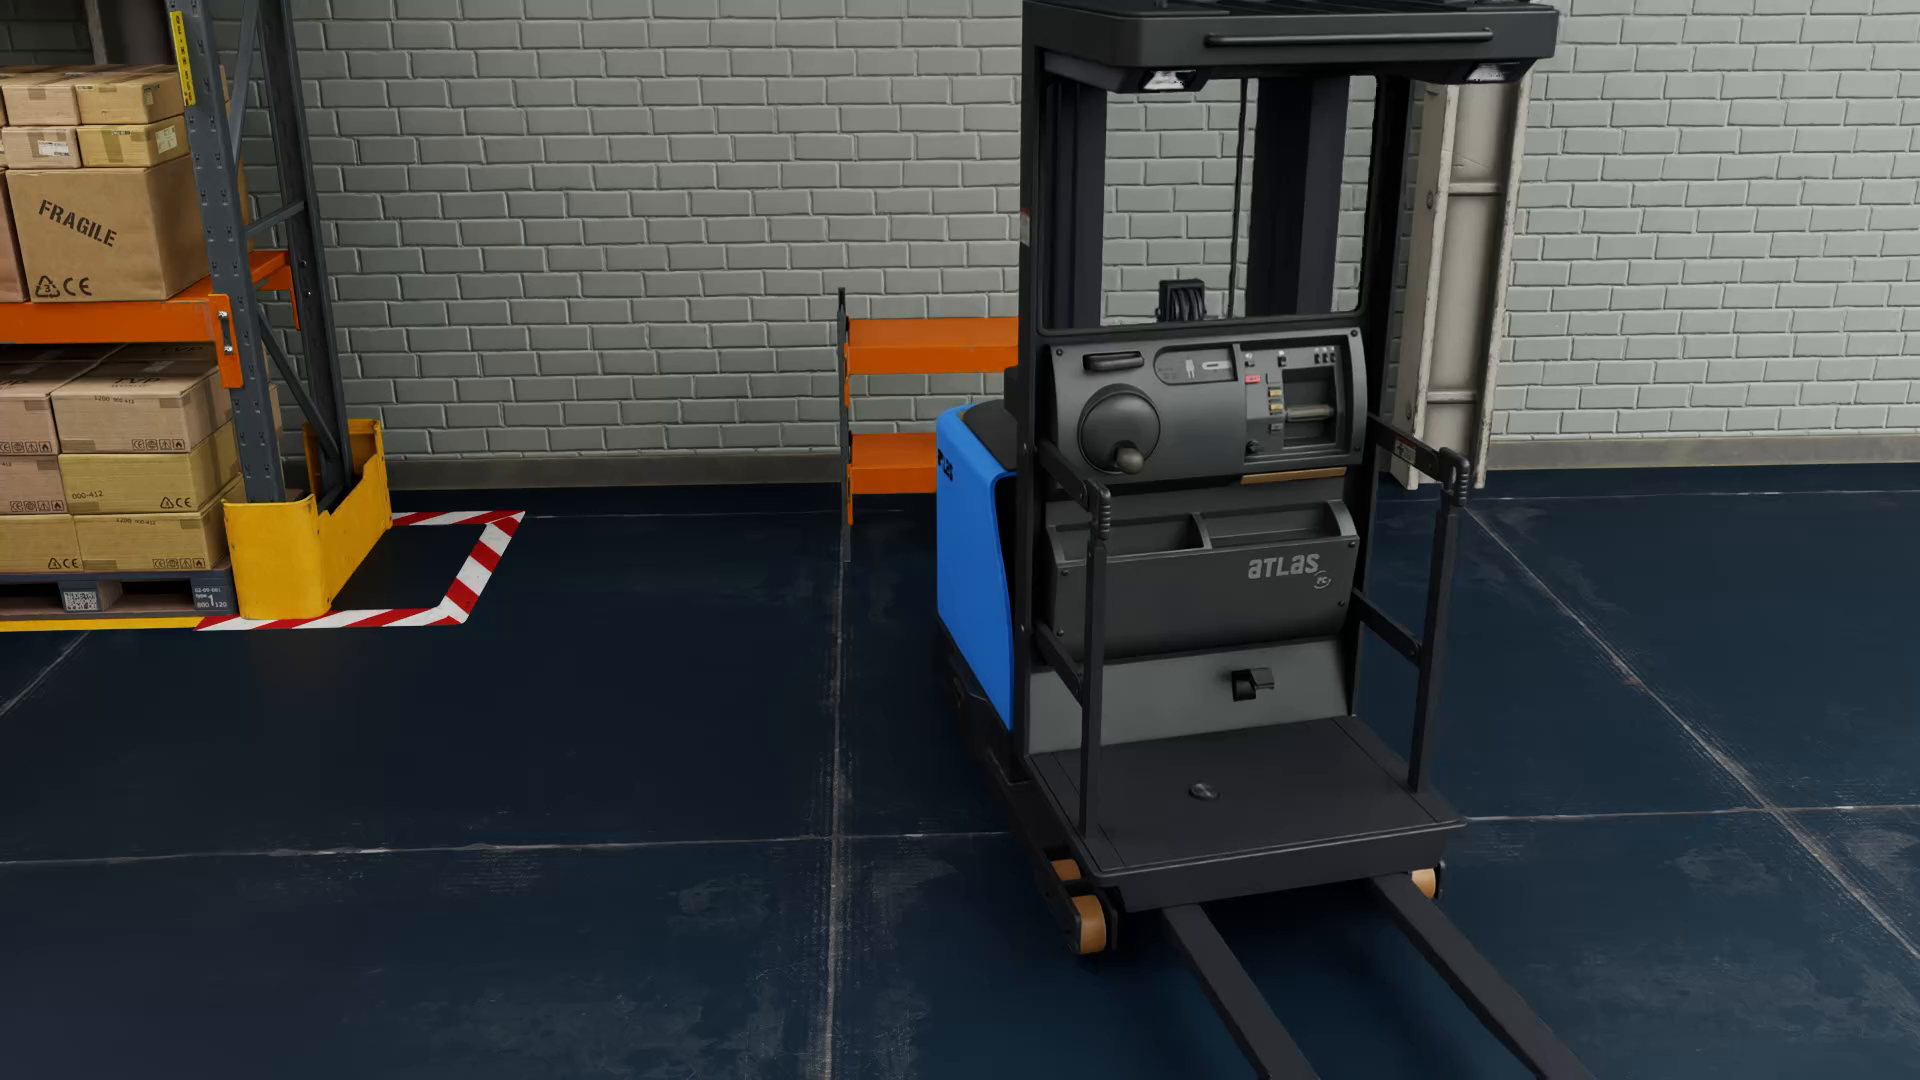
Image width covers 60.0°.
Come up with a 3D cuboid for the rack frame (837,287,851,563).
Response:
[{"bbox_3d":[-0.514,-0.515,7.393,0.032,1.125,0.500,-1,21,-3],"label":"rack frame"}]

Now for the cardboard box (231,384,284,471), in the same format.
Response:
[{"bbox_3d":[-3.311,-0.493,7.273,0.500,0.250,0.500,-1,21,-2],"label":"cardboard box"}]

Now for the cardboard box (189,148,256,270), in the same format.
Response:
[{"bbox_3d":[-3.340,-1.420,6.994,0.500,0.500,0.500,0,21,-1],"label":"cardboard box"}]

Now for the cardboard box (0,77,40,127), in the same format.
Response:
[{"bbox_3d":[-3.680,-1.660,6.295,0.250,0.149,0.380,-1,21,-2],"label":"cardboard box"}]

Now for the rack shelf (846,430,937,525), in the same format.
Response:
[{"bbox_3d":[-0.007,-0.297,7.507,1.000,0.278,0.538,-1,21,-3],"label":"rack shelf"}]

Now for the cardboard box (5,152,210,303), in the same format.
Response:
[{"bbox_3d":[-3.306,-1.228,6.490,0.500,0.500,0.500,-2,21,-4],"label":"cardboard box"}]

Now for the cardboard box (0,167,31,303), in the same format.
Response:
[{"bbox_3d":[-3.825,-1.221,6.471,0.500,0.500,0.500,-1,21,-1],"label":"cardboard box"}]

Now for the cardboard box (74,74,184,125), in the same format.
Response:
[{"bbox_3d":[-3.176,-1.691,6.377,0.250,0.149,0.380,-1,21,-3],"label":"cardboard box"}]

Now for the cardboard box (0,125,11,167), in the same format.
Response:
[{"bbox_3d":[-3.676,-1.528,6.368,0.250,0.149,0.380,-1,21,-2],"label":"cardboard box"}]

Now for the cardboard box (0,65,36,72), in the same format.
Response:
[{"bbox_3d":[-3.951,-1.839,6.765,0.250,0.149,0.380,-1,21,-3],"label":"cardboard box"}]

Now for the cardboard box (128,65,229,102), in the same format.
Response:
[{"bbox_3d":[-3.178,-1.842,6.774,0.250,0.149,0.380,-2,21,-4],"label":"cardboard box"}]

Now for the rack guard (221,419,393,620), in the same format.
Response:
[{"bbox_3d":[-2.806,-0.117,7.225,0.348,0.500,1.175,-1,21,-3],"label":"rack guard"}]

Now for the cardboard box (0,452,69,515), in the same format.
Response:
[{"bbox_3d":[-3.799,-0.302,6.770,0.500,0.250,0.500,-1,21,-4],"label":"cardboard box"}]

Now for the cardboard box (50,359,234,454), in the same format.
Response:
[{"bbox_3d":[-3.272,-0.543,6.700,0.500,0.250,0.500,0,21,-1],"label":"cardboard box"}]

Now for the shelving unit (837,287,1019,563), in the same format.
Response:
[{"bbox_3d":[-0.007,-0.526,7.420,1.048,1.125,0.538,-1,21,-3],"label":"shelving unit"}]

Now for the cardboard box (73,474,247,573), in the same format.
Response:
[{"bbox_3d":[-3.281,-0.074,6.873,0.500,0.250,0.500,-1,21,-3],"label":"cardboard box"}]

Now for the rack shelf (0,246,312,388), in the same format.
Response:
[{"bbox_3d":[-4.827,-0.908,6.800,4.000,0.370,1.077,-1,21,-3],"label":"rack shelf"}]

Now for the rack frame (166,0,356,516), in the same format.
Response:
[{"bbox_3d":[-2.830,-1.284,6.779,0.127,3.000,1.000,-1,21,-3],"label":"rack frame"}]

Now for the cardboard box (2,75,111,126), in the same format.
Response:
[{"bbox_3d":[-3.420,-1.675,6.335,0.250,0.149,0.380,-1,21,-3],"label":"cardboard box"}]

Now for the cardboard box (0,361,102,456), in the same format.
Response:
[{"bbox_3d":[-3.781,-0.530,6.667,0.500,0.250,0.500,-1,21,-2],"label":"cardboard box"}]

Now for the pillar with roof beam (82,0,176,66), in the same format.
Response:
[{"bbox_3d":[-3.331,-2.865,2.498,0.400,9.000,9.100,-1,21,-3],"label":"pillar with roof beam"}]

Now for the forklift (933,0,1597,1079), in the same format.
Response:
[{"bbox_3d":[0.760,-0.372,4.479,1.130,2.935,3.031,-5,21,-13],"label":"forklift"}]

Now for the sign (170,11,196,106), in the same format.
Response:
[{"bbox_3d":[-2.813,-1.743,6.024,0.005,0.325,0.100,-1,21,-3],"label":"sign"}]

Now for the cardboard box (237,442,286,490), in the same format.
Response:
[{"bbox_3d":[-3.332,-0.255,7.349,0.500,0.250,0.500,-1,21,-3],"label":"cardboard box"}]

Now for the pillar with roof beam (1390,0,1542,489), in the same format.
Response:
[{"bbox_3d":[2.659,-2.987,2.818,0.400,9.000,9.100,-1,21,-3],"label":"pillar with roof beam"}]

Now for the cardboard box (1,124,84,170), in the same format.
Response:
[{"bbox_3d":[-3.414,-1.512,6.324,0.250,0.149,0.380,-1,21,-2],"label":"cardboard box"}]

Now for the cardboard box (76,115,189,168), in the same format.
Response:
[{"bbox_3d":[-3.160,-1.528,6.366,0.250,0.149,0.380,-1,21,-2],"label":"cardboard box"}]

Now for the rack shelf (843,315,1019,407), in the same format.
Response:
[{"bbox_3d":[-0.007,-0.799,7.316,1.000,0.278,0.538,-1,21,-3],"label":"rack shelf"}]

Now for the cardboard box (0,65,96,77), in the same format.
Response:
[{"bbox_3d":[-3.704,-1.839,6.764,0.250,0.149,0.380,-1,21,-2],"label":"cardboard box"}]

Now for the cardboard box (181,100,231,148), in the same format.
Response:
[{"bbox_3d":[-3.184,-1.720,6.869,0.250,0.149,0.380,-2,21,-4],"label":"cardboard box"}]

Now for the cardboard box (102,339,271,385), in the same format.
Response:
[{"bbox_3d":[-3.321,-0.720,7.166,0.500,0.250,0.500,-1,21,-4],"label":"cardboard box"}]

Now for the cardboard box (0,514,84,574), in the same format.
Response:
[{"bbox_3d":[-3.778,-0.067,6.856,0.500,0.250,0.500,-1,21,-3],"label":"cardboard box"}]

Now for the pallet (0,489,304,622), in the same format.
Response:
[{"bbox_3d":[-3.591,0.049,7.195,1.213,0.211,1.003,-1,21,-3],"label":"pallet"}]

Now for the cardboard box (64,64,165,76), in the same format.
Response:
[{"bbox_3d":[-3.447,-1.859,6.818,0.250,0.149,0.380,0,21,-1],"label":"cardboard box"}]

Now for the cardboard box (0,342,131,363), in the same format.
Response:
[{"bbox_3d":[-3.819,-0.709,7.136,0.500,0.250,0.500,-1,21,-3],"label":"cardboard box"}]

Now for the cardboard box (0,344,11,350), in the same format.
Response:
[{"bbox_3d":[-4.319,-0.703,7.120,0.500,0.250,0.500,-1,21,-3],"label":"cardboard box"}]

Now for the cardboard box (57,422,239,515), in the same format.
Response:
[{"bbox_3d":[-3.298,-0.308,6.787,0.500,0.250,0.500,-1,21,-4],"label":"cardboard box"}]
